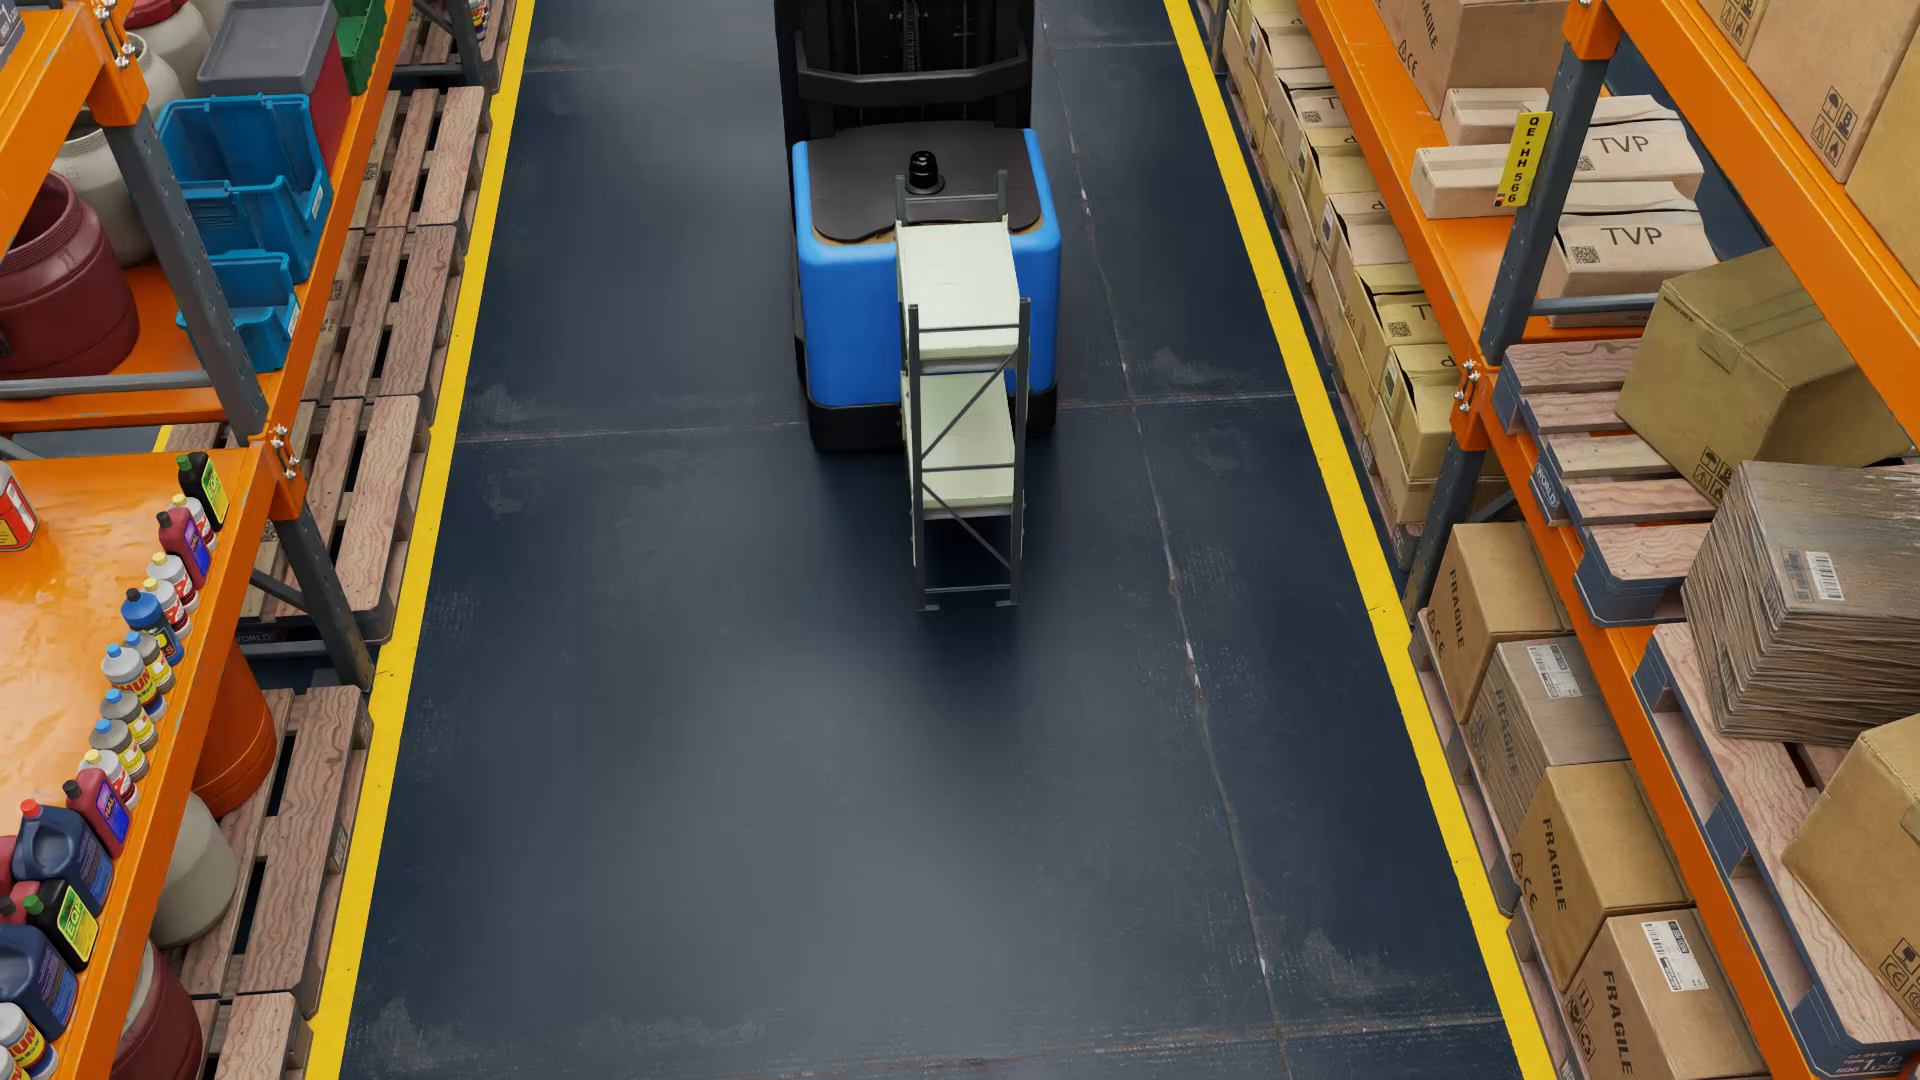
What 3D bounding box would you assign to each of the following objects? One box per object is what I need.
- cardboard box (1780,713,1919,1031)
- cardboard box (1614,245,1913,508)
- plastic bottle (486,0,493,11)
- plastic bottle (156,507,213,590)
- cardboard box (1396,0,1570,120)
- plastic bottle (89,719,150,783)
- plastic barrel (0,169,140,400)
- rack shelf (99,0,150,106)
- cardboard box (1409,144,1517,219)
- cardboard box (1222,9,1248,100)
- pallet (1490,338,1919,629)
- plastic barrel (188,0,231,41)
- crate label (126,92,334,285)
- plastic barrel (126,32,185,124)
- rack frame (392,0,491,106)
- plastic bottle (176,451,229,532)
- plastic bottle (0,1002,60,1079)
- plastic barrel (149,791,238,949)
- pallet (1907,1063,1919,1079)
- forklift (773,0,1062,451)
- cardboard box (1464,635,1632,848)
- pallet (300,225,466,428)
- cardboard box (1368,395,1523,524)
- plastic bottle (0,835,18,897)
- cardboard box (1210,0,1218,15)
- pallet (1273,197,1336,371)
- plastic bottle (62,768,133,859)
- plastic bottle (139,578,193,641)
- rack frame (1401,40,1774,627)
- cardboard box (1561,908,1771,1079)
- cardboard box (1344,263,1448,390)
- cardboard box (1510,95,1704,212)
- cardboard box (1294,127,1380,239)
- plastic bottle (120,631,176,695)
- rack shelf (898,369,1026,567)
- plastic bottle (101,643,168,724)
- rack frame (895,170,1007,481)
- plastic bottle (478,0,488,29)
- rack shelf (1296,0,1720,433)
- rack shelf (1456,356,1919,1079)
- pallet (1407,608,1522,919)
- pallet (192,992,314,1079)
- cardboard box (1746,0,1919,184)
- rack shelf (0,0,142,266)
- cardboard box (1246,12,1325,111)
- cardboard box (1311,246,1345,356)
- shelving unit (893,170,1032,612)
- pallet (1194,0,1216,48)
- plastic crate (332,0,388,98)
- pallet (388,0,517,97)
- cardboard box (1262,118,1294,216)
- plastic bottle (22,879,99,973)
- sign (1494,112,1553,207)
[{"bbox_3d":[2.357,0.671,3.691,0.700,0.500,0.500,-14,48,-13],"label":"cardboard box"},{"bbox_3d":[2.396,-0.500,4.799,0.700,0.500,0.500,-18,49,-16],"label":"cardboard box"},{"bbox_3d":[-2.684,-3.070,9.164,0.152,0.276,0.135,-2,47,-2],"label":"plastic bottle"},{"bbox_3d":[-2.227,0.002,4.762,0.061,0.283,0.133,-3,47,-3],"label":"plastic bottle"},{"bbox_3d":[2.074,-2.017,6.526,0.500,0.500,0.500,-6,47,-5],"label":"cardboard box"},{"bbox_3d":[-2.187,0.538,4.312,0.097,0.201,0.097,0,47,0],"label":"plastic bottle"},{"bbox_3d":[-3.046,-0.836,5.382,0.600,0.536,0.708,-3,47,-3],"label":"plastic barrel"},{"bbox_3d":[-2.873,-2.703,5.673,1.077,0.370,4.000,-3,47,-3],"label":"rack shelf"},{"bbox_3d":[1.880,-1.317,6.105,0.380,0.149,0.250,-3,47,-3],"label":"cardboard box"},{"bbox_3d":[1.683,-2.556,8.709,0.500,0.250,0.500,-5,47,-4],"label":"cardboard box"},{"bbox_3d":[2.358,-0.218,5.022,1.213,0.211,1.003,-3,47,-3],"label":"pallet"},{"bbox_3d":[-3.117,-2.176,6.651,0.433,0.535,0.433,0,47,0],"label":"plastic barrel"},{"bbox_3d":[-2.519,-1.219,5.814,0.502,0.435,0.616,-3,47,-3],"label":"crate label"},{"bbox_3d":[-3.039,-1.546,6.071,0.421,0.512,0.421,0,47,0],"label":"plastic barrel"},{"bbox_3d":[-3.040,-3.365,7.871,1.000,3.000,0.127,-3,47,-3],"label":"rack frame"},{"bbox_3d":[-2.246,-0.165,4.920,0.061,0.283,0.133,-3,47,-3],"label":"plastic bottle"},{"bbox_3d":[-2.117,1.115,3.717,0.097,0.271,0.097,0,47,0],"label":"plastic bottle"},{"bbox_3d":[-2.511,0.996,5.165,0.421,0.512,0.421,0,47,0],"label":"plastic barrel"},{"bbox_3d":[2.608,1.605,3.296,1.003,0.211,1.213,-3,47,-3],"label":"pallet"},{"bbox_3d":[-0.258,-2.458,7.059,1.130,2.935,3.031,-4,47,-4],"label":"forklift"},{"bbox_3d":[2.034,0.664,5.474,0.500,0.500,0.500,-5,47,-5],"label":"cardboard box"},{"bbox_3d":[-2.830,-0.956,7.510,1.003,0.211,1.213,-3,47,-3],"label":"pallet"},{"bbox_3d":[1.944,-0.335,6.605,0.500,0.250,0.500,-2,47,-2],"label":"cardboard box"},{"bbox_3d":[-2.279,0.805,4.002,0.061,0.283,0.133,-3,47,-3],"label":"plastic bottle"},{"bbox_3d":[1.640,-3.185,9.305,0.500,0.250,0.500,-3,47,-3],"label":"cardboard box"},{"bbox_3d":[2.102,-1.290,7.826,1.003,0.211,1.213,-3,47,-3],"label":"pallet"},{"bbox_3d":[-2.151,0.662,4.137,0.061,0.283,0.133,-3,47,-3],"label":"plastic bottle"},{"bbox_3d":[-2.227,0.186,4.645,0.097,0.201,0.097,0,47,0],"label":"plastic bottle"},{"bbox_3d":[2.231,-0.770,5.413,1.000,3.000,0.127,-3,47,-3],"label":"rack frame"},{"bbox_3d":[2.120,1.404,4.773,0.500,0.500,0.500,-5,47,-5],"label":"cardboard box"},{"bbox_3d":[1.892,-0.901,6.756,0.500,0.311,0.500,-4,47,-4],"label":"cardboard box"},{"bbox_3d":[2.349,-1.398,6.069,0.500,0.311,0.500,-4,47,-4],"label":"cardboard box"},{"bbox_3d":[1.813,-1.629,7.445,0.500,0.311,0.500,-2,47,-2],"label":"cardboard box"},{"bbox_3d":[-2.211,0.326,4.512,0.097,0.201,0.097,0,47,0],"label":"plastic bottle"},{"bbox_3d":[-0.001,-0.296,6.447,0.431,0.370,0.720,-3,47,-3],"label":"rack shelf"},{"bbox_3d":[-2.203,0.373,4.420,0.097,0.271,0.097,0,47,0],"label":"plastic bottle"},{"bbox_3d":[-0.031,-0.785,6.461,0.400,1.500,0.023,-3,47,-3],"label":"rack frame"},{"bbox_3d":[-2.638,-2.885,9.041,0.097,0.201,0.097,0,47,0],"label":"plastic bottle"},{"bbox_3d":[2.064,-1.969,7.045,1.077,0.370,4.000,-3,47,-3],"label":"rack shelf"},{"bbox_3d":[2.399,0.925,4.304,1.077,0.370,4.000,-3,47,-3],"label":"rack shelf"},{"bbox_3d":[2.256,0.732,5.912,1.003,0.211,1.213,-3,47,-3],"label":"pallet"},{"bbox_3d":[-2.499,1.936,4.771,1.003,0.211,1.213,-3,47,-3],"label":"pallet"},{"bbox_3d":[2.344,-1.153,3.641,0.910,0.500,0.500,-3,47,-3],"label":"cardboard box"},{"bbox_3d":[-2.538,0.191,2.932,1.077,0.370,4.000,-3,47,-3],"label":"rack shelf"},{"bbox_3d":[1.719,-2.379,8.155,0.500,0.311,0.500,-4,47,-4],"label":"cardboard box"},{"bbox_3d":[1.858,-1.071,7.303,0.500,0.250,0.500,-3,47,-2],"label":"cardboard box"},{"bbox_3d":[-0.001,-0.521,6.210,0.431,1.500,0.755,-3,47,-3],"label":"shelving unit"},{"bbox_3d":[1.871,-3.283,9.714,1.003,0.211,1.213,-3,47,-3],"label":"pallet"},{"bbox_3d":[-2.613,-2.050,6.771,0.450,0.188,0.662,-3,47,-3],"label":"plastic crate"},{"bbox_3d":[-3.055,-2.895,9.346,1.003,0.211,1.213,-3,47,-3],"label":"pallet"},{"bbox_3d":[1.771,-1.811,8.004,0.500,0.250,0.500,-5,47,-5],"label":"cardboard box"},{"bbox_3d":[-2.124,0.893,3.919,0.061,0.283,0.133,-3,47,-3],"label":"plastic bottle"},{"bbox_3d":[1.678,-1.132,4.959,0.100,0.325,0.005,-3,47,-3],"label":"sign"}]
